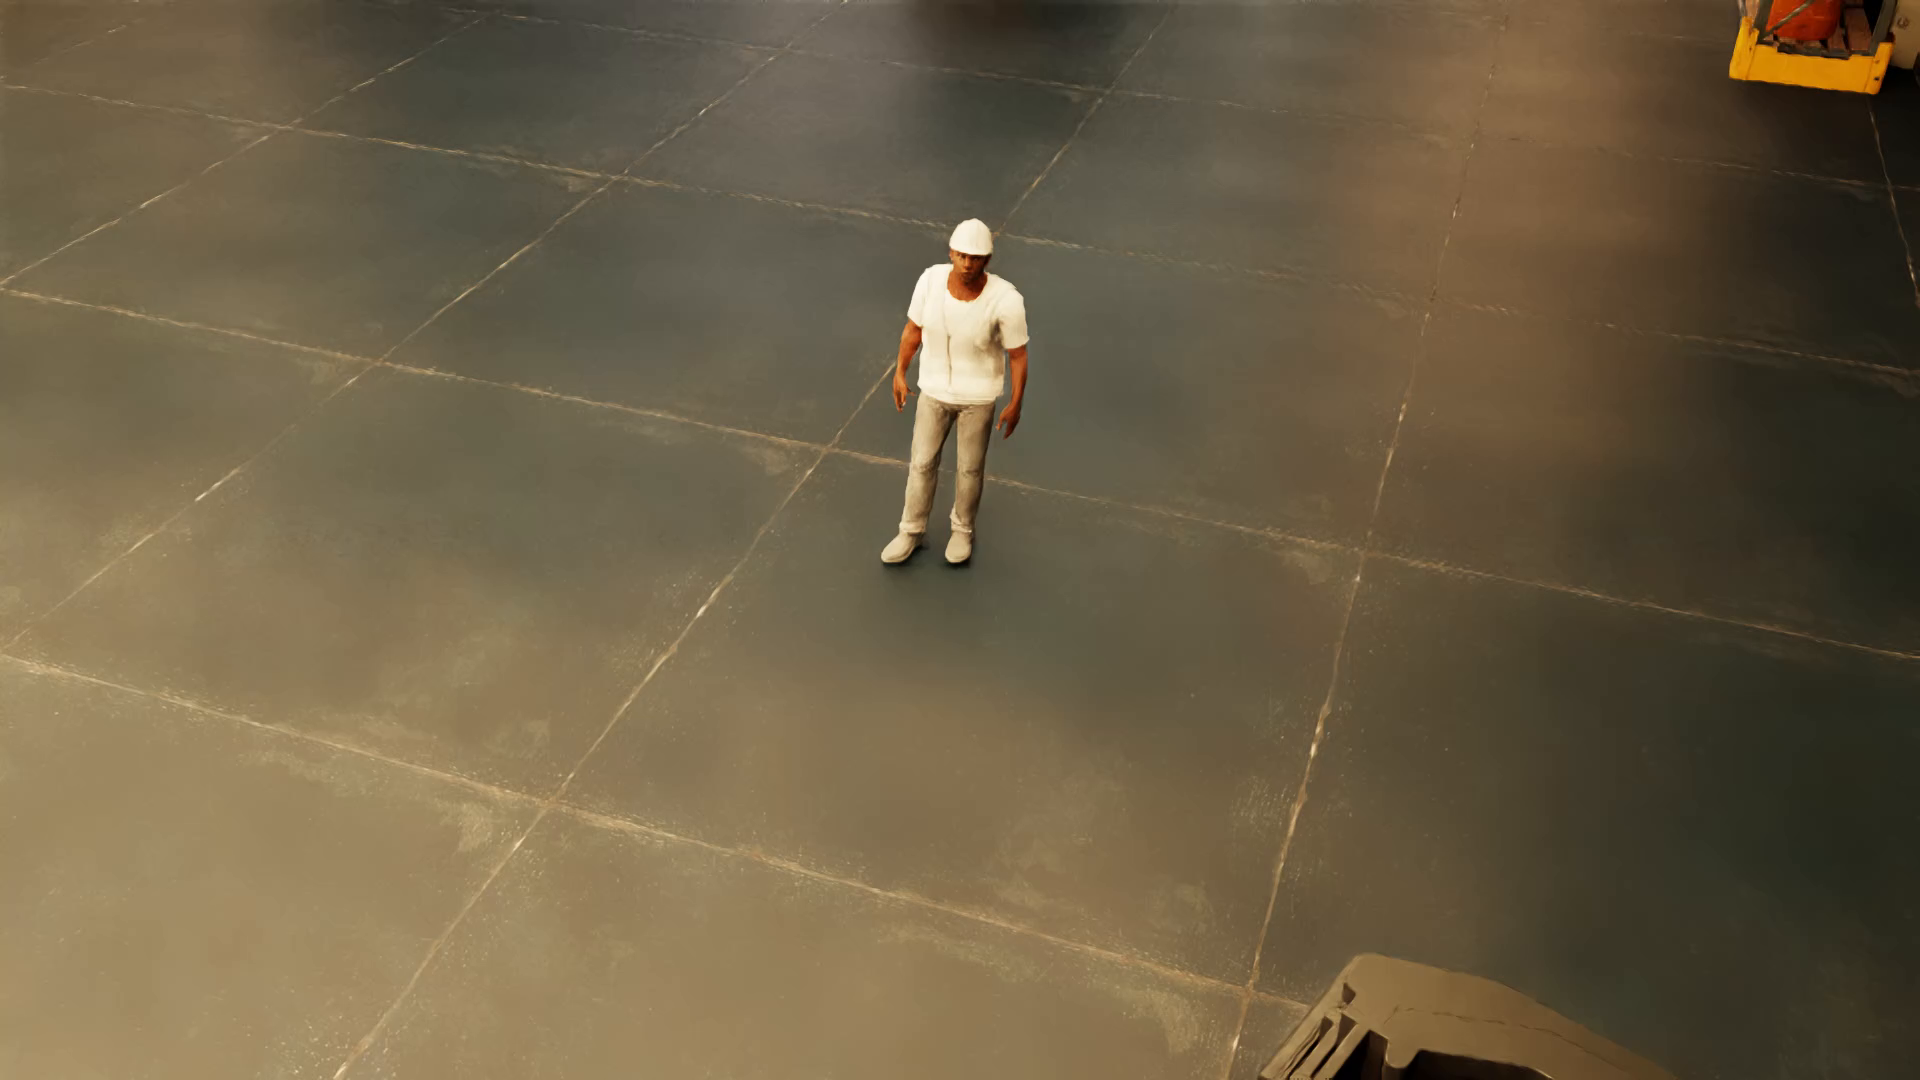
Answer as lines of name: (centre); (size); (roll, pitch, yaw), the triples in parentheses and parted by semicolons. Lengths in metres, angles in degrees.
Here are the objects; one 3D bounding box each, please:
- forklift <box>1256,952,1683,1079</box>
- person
forklift: (0.565, 2.277, 2.899); (1.130, 2.935, 3.031); (25, 43, 31)
person: (-0.028, -0.689, 8.078); (0.665, 1.766, 0.576); (12, 37, 16)
